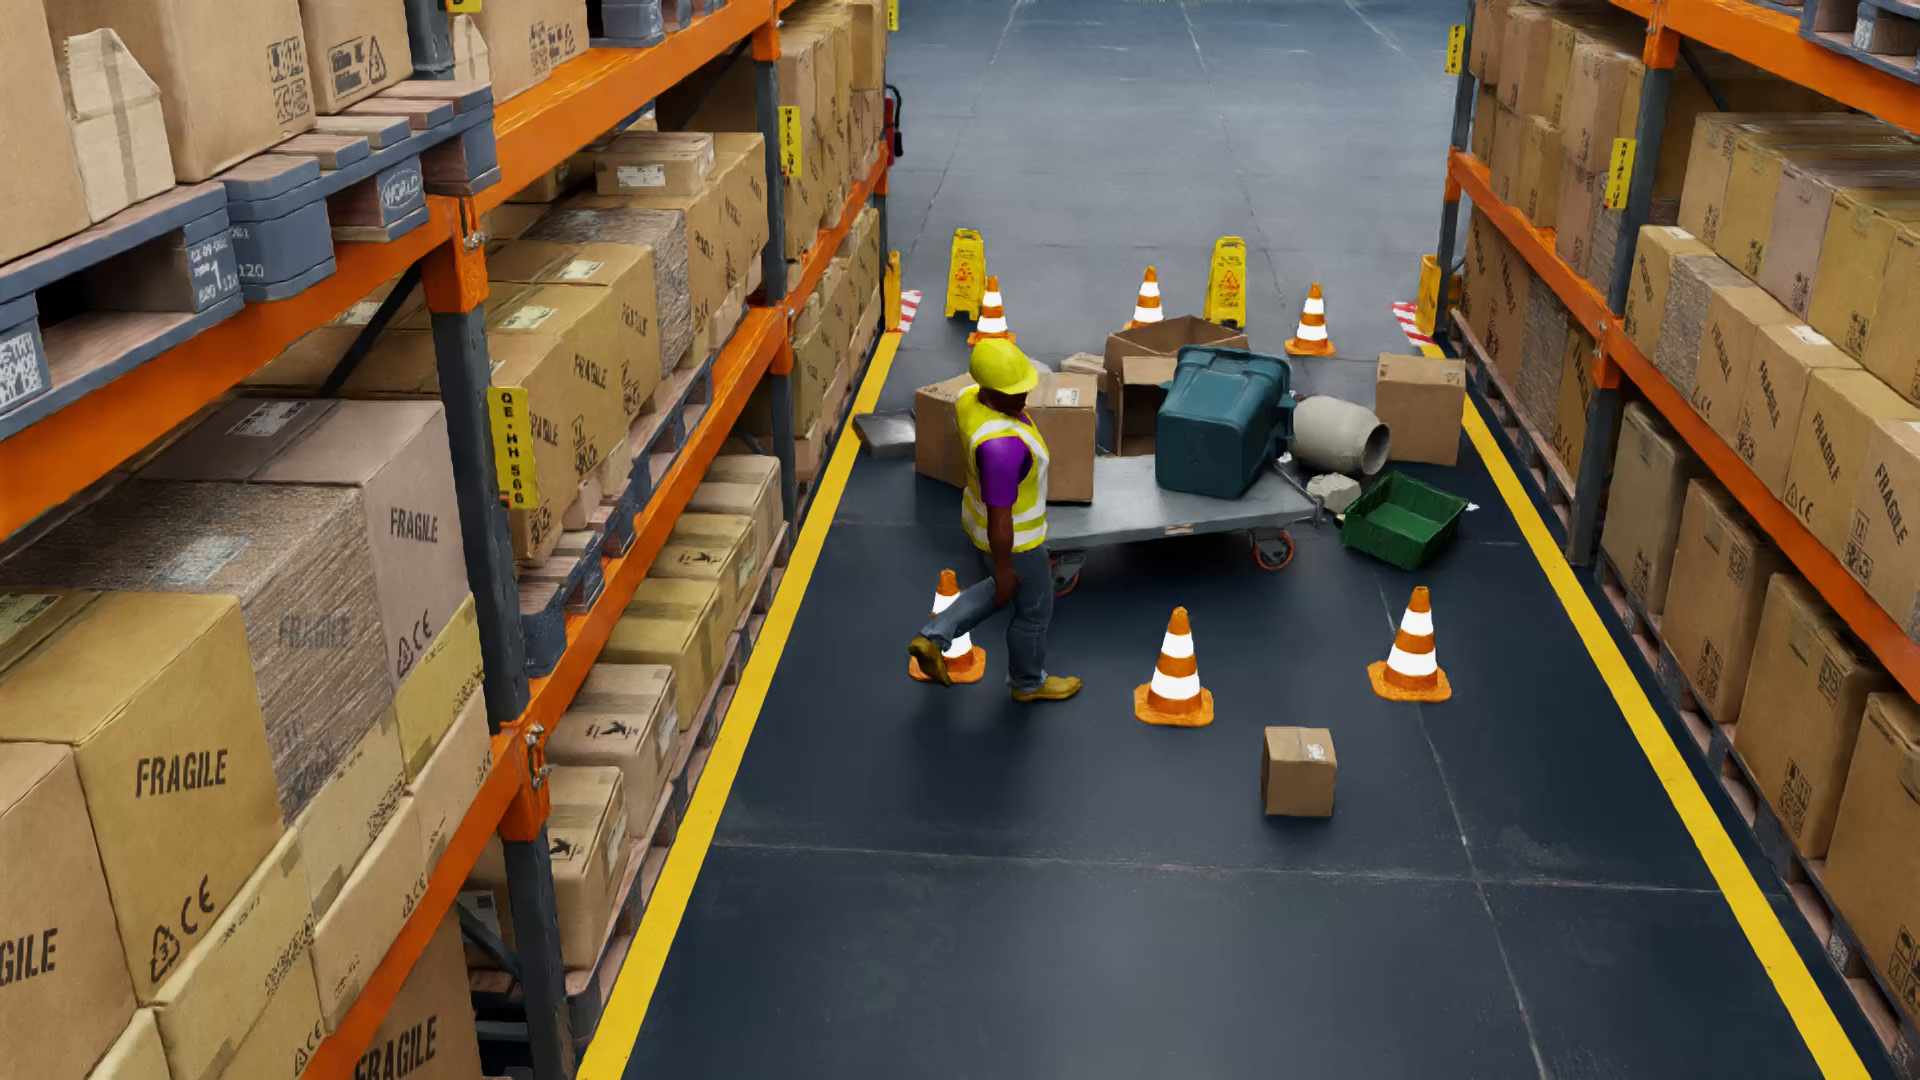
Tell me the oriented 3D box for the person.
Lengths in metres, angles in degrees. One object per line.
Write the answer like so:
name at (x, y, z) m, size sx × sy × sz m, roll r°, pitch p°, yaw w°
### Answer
person at (0.182, -0.038, 6.718) m, size 0.766 × 1.717 × 0.631 m, roll -6°, pitch 25°, yaw -13°
